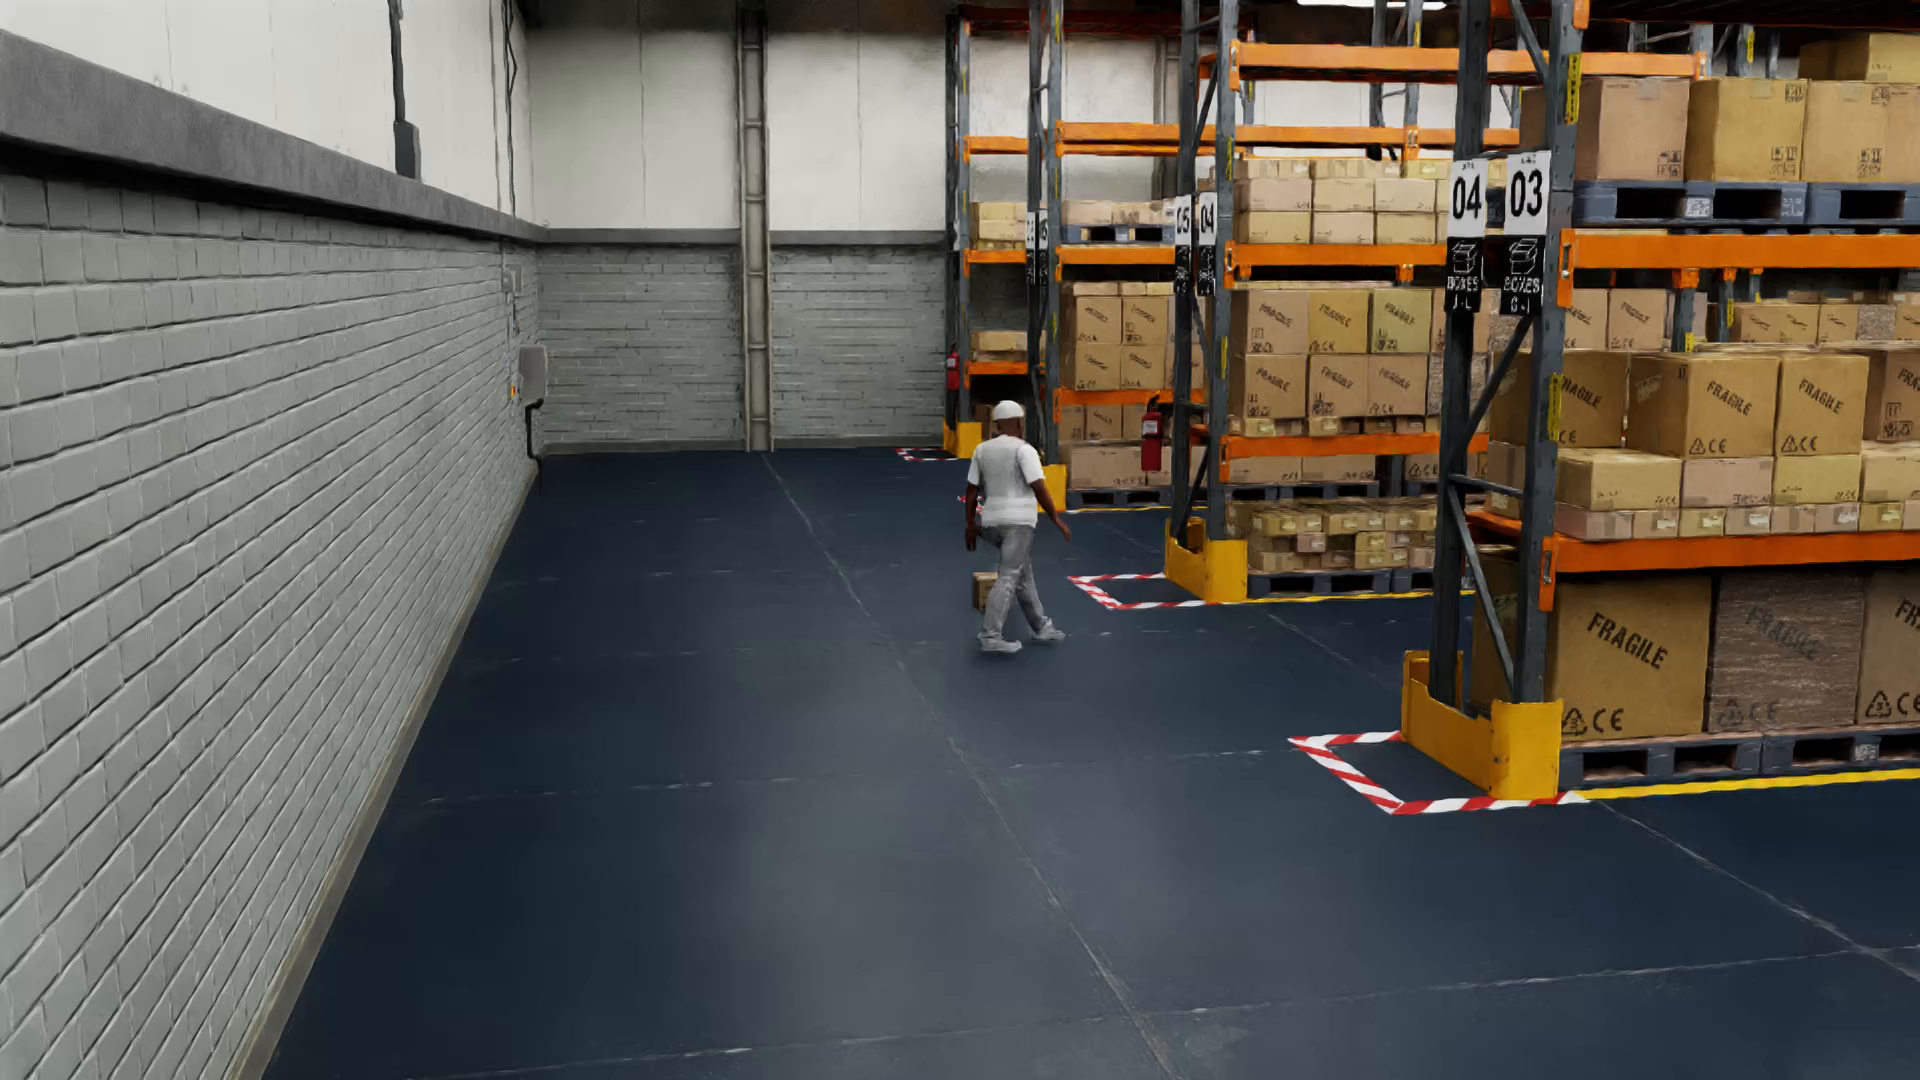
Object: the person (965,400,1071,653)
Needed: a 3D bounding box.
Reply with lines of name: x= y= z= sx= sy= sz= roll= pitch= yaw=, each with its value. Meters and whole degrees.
person: x=0.421 y=-0.099 z=11.560 sx=0.916 sy=1.738 sz=0.725 roll=-7 pitch=12 yaw=-38
